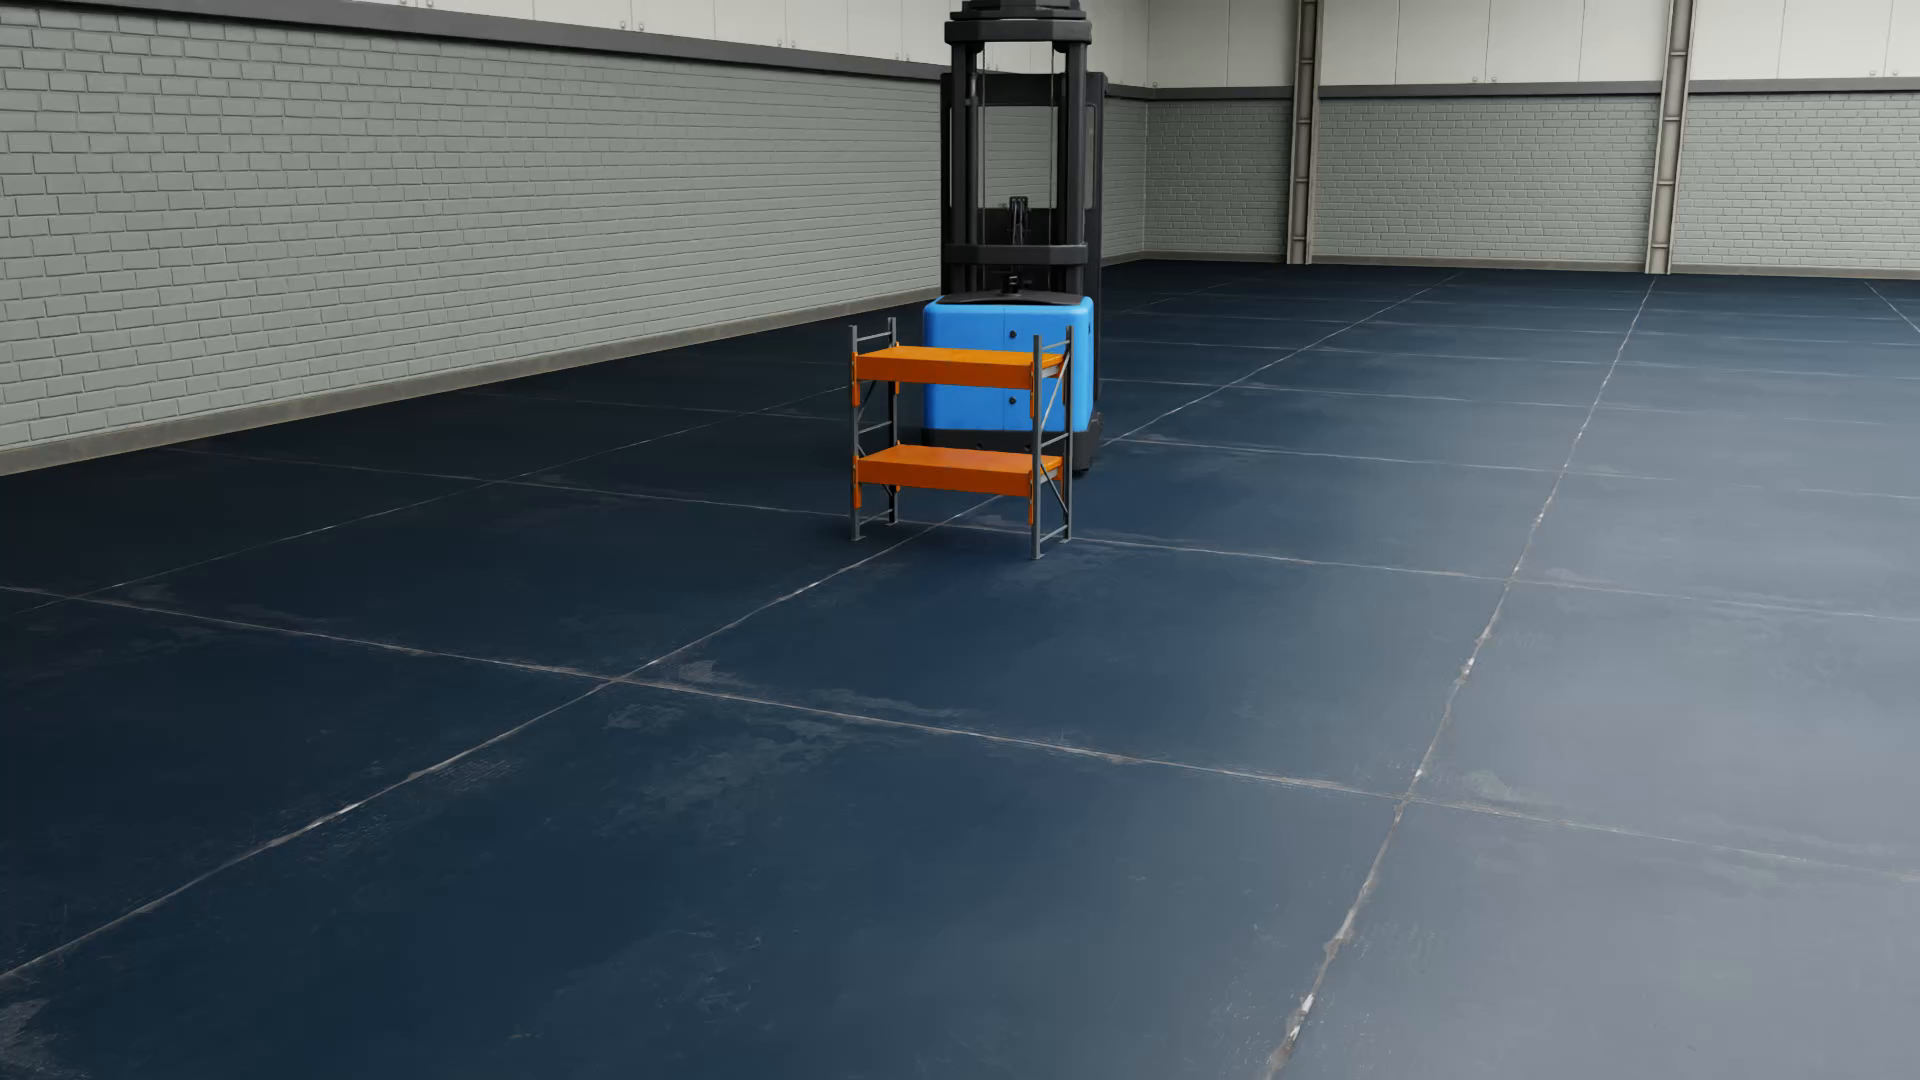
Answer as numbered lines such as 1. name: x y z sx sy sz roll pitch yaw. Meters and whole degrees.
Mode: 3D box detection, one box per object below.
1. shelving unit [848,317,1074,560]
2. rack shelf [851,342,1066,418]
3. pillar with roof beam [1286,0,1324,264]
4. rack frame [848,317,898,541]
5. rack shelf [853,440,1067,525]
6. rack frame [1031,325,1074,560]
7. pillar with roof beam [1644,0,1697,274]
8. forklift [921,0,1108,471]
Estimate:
1. shelving unit: 0.006 -0.547 8.624 1.048 1.125 0.538 6 14 23
2. rack shelf: 0.006 -0.832 8.557 1.000 0.278 0.538 6 14 23
3. pillar with roof beam: 4.382 -8.477 25.182 0.400 9.000 9.100 6 14 23
4. rack frame: -0.459 -0.594 8.824 0.032 1.125 0.500 6 14 23
5. rack shelf: 0.006 -0.309 8.680 1.000 0.278 0.538 6 14 23
6. rack frame: 0.471 -0.500 8.423 0.032 1.125 0.500 6 14 23
7. pillar with roof beam: 9.868 -7.922 22.816 0.400 9.000 9.100 6 14 23
8. forklift: 0.442 -2.143 11.470 1.130 2.935 3.031 2 13 6
